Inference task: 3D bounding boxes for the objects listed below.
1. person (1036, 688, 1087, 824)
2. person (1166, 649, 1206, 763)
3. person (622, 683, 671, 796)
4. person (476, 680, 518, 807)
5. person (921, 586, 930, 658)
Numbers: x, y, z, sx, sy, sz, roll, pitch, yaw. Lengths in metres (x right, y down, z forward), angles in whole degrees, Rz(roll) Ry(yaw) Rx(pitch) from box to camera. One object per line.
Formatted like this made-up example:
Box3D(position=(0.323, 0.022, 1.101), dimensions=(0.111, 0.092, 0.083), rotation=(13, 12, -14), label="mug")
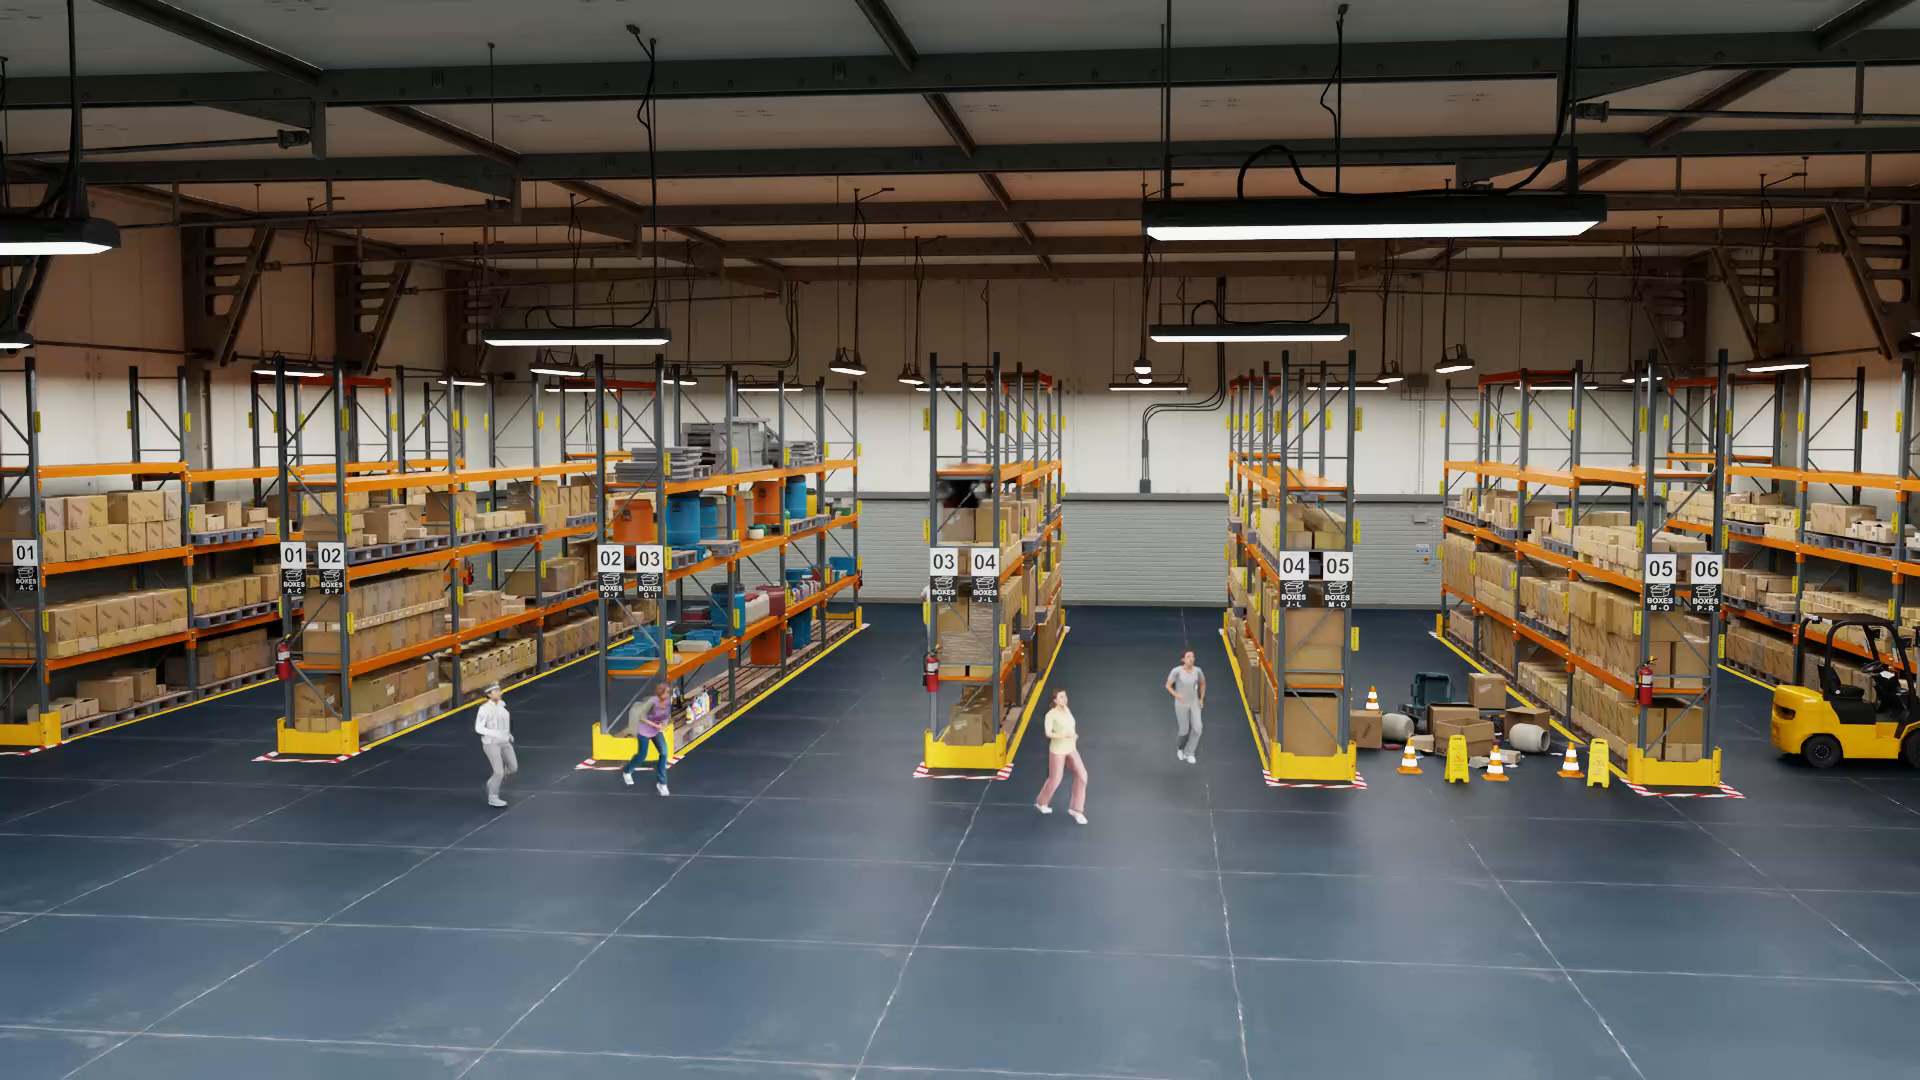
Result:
Box3D(position=(1.281, 2.701, 20.961), dimensions=(0.577, 1.694, 0.795), rotation=(-3, 5, -38), label="person")
Box3D(position=(3.184, 2.320, 23.338), dimensions=(0.600, 1.612, 0.694), rotation=(-1, 4, -9), label="person")
Box3D(position=(-4.246, 2.668, 22.551), dimensions=(0.911, 1.546, 0.579), rotation=(3, 5, 34), label="person")
Box3D(position=(-5.992, 2.643, 21.650), dimensions=(0.512, 1.651, 0.609), rotation=(2, 5, 29), label="person")
Box3D(position=(-0.513, 1.608, 35.329), dimensions=(0.692, 1.792, 0.955), rotation=(0, 4, 4), label="person")
